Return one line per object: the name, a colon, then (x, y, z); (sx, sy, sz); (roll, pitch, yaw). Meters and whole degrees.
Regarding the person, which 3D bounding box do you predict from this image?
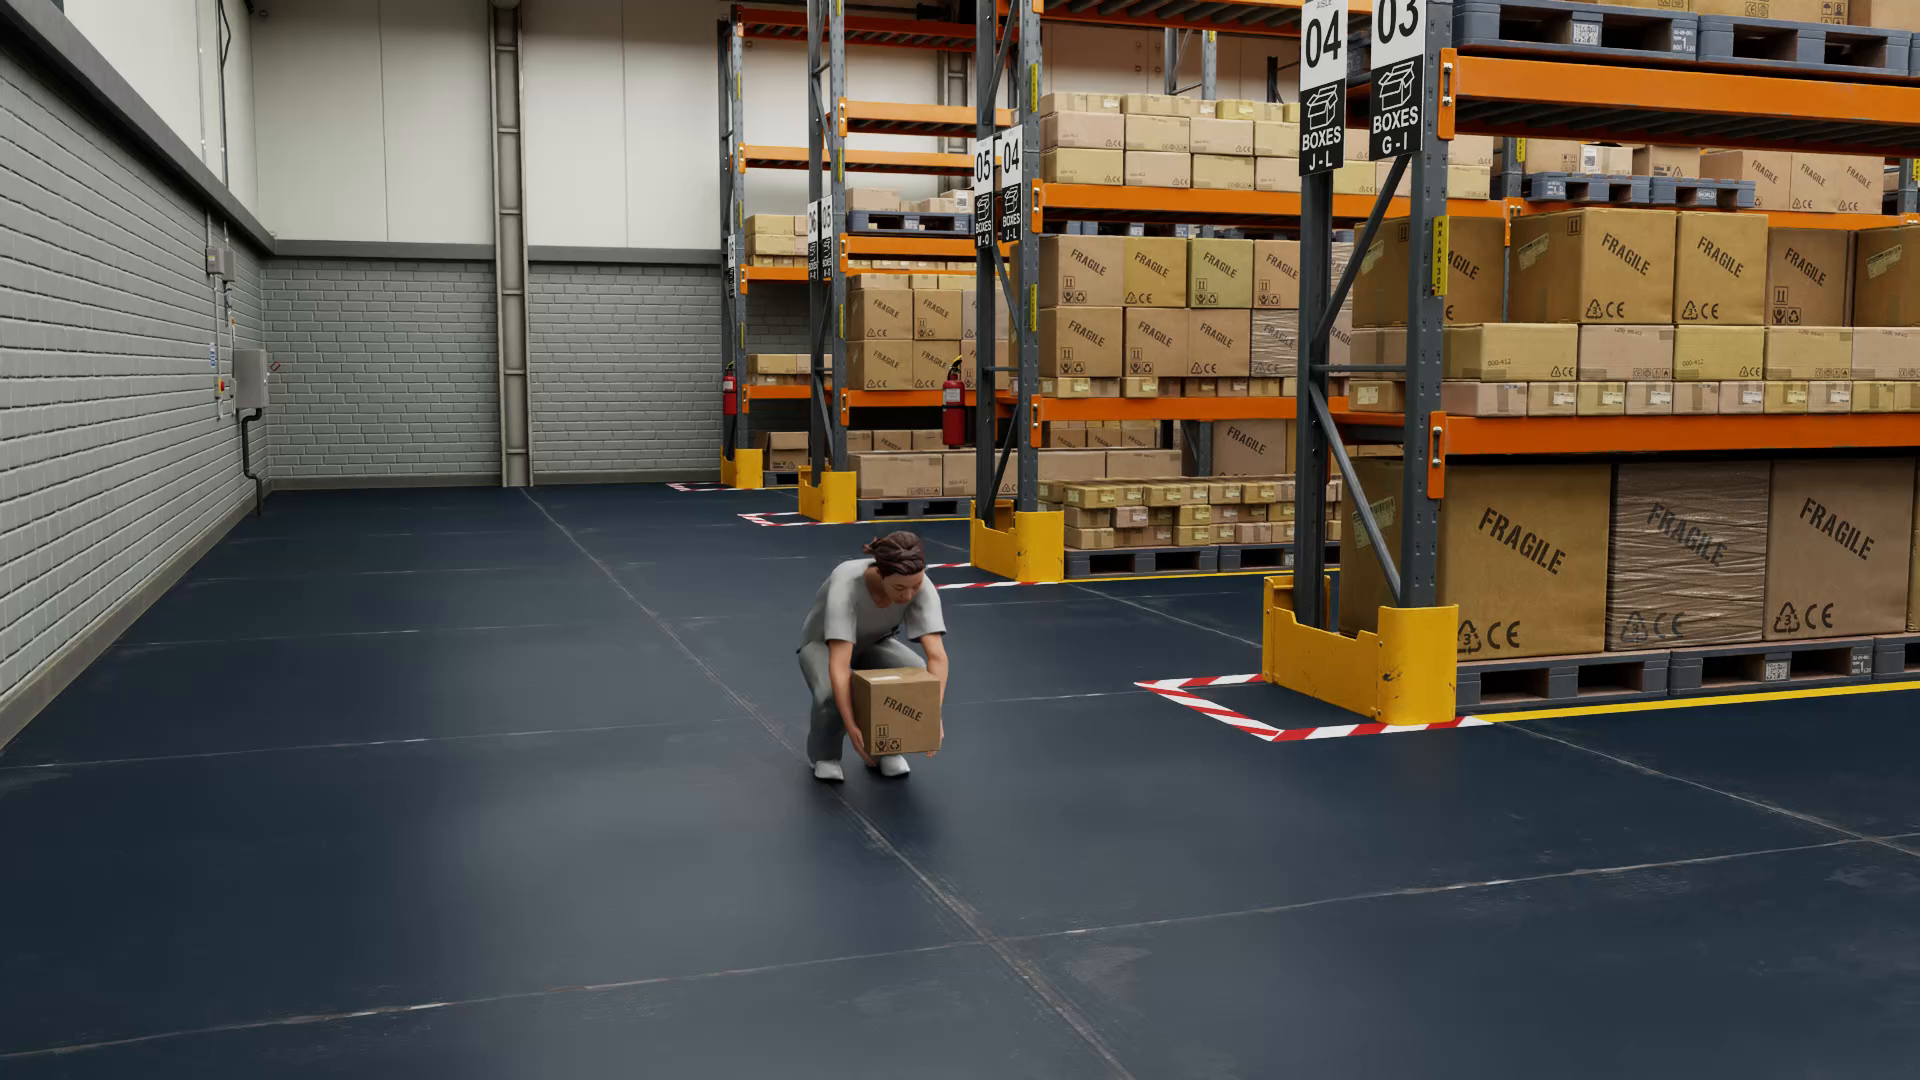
person: (-0.313, 0.414, 6.087); (0.464, 0.946, 0.802); (-2, 6, -19)
